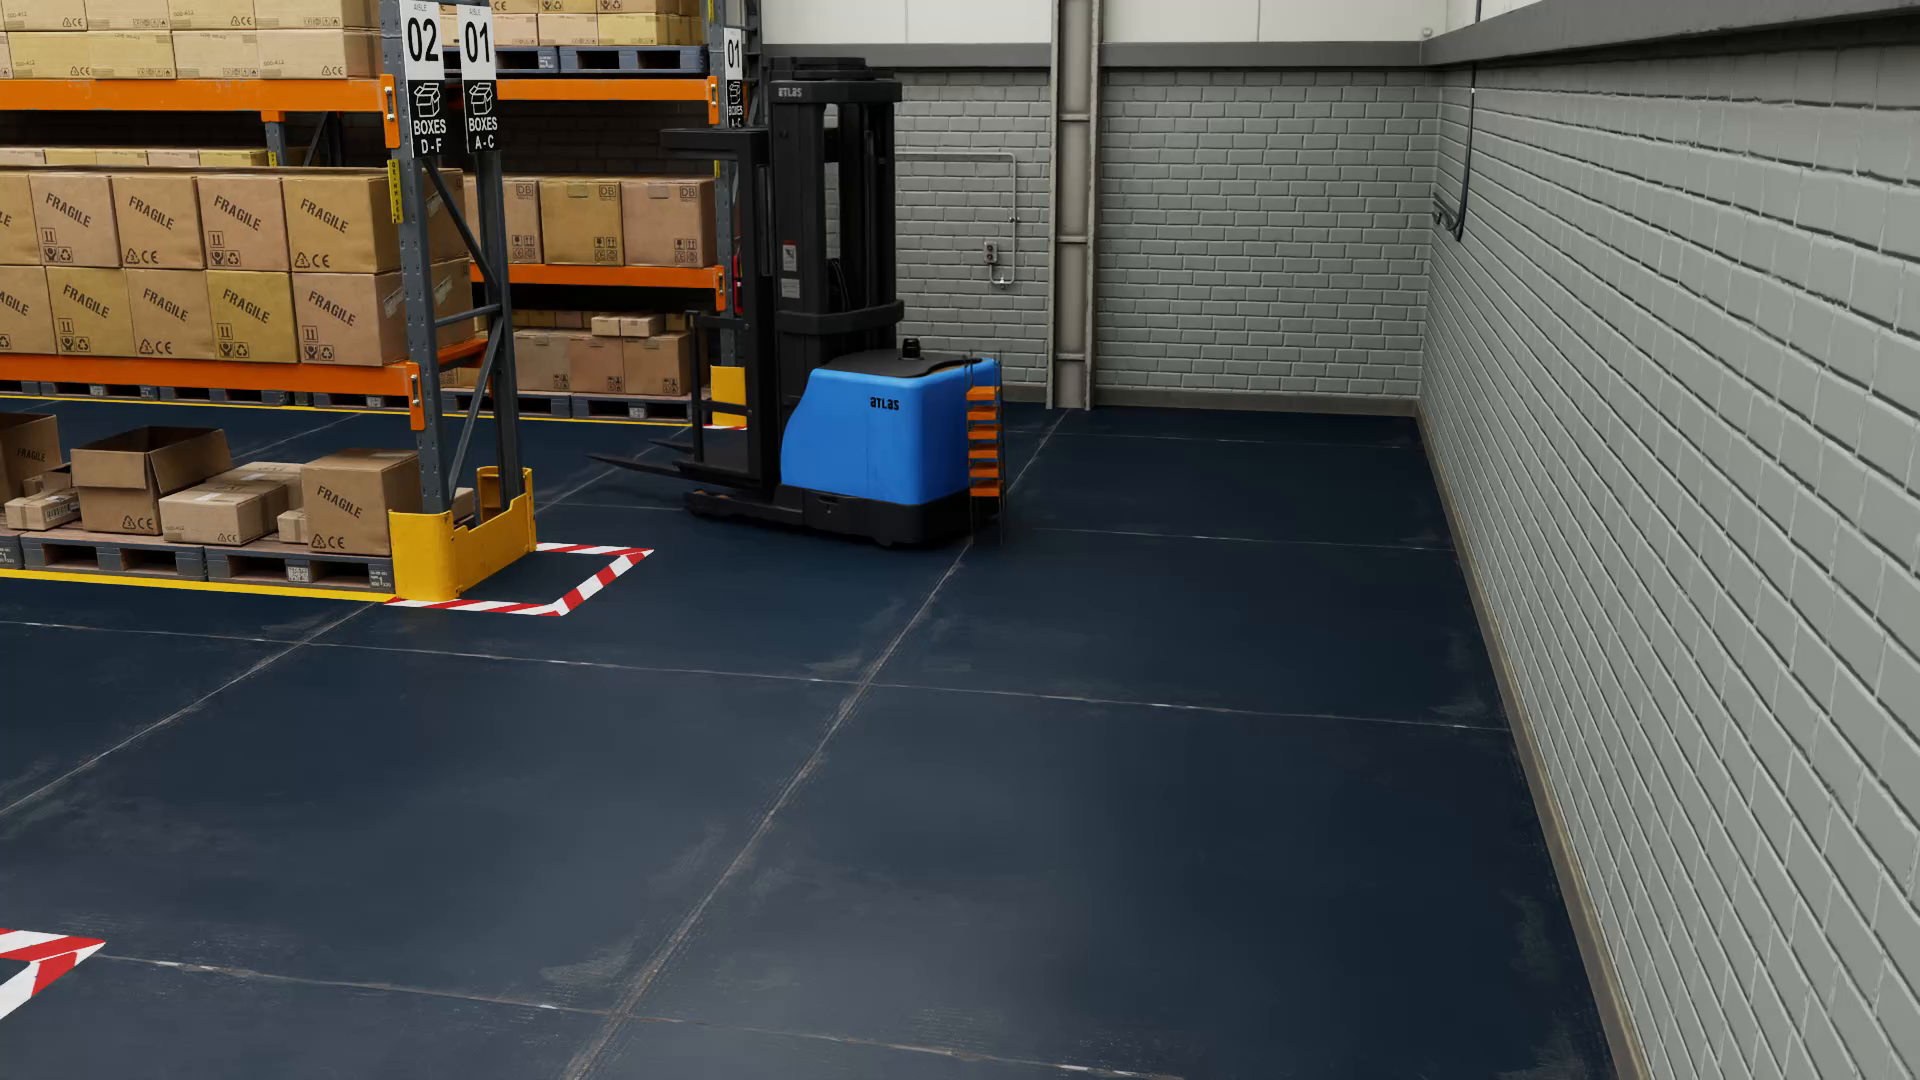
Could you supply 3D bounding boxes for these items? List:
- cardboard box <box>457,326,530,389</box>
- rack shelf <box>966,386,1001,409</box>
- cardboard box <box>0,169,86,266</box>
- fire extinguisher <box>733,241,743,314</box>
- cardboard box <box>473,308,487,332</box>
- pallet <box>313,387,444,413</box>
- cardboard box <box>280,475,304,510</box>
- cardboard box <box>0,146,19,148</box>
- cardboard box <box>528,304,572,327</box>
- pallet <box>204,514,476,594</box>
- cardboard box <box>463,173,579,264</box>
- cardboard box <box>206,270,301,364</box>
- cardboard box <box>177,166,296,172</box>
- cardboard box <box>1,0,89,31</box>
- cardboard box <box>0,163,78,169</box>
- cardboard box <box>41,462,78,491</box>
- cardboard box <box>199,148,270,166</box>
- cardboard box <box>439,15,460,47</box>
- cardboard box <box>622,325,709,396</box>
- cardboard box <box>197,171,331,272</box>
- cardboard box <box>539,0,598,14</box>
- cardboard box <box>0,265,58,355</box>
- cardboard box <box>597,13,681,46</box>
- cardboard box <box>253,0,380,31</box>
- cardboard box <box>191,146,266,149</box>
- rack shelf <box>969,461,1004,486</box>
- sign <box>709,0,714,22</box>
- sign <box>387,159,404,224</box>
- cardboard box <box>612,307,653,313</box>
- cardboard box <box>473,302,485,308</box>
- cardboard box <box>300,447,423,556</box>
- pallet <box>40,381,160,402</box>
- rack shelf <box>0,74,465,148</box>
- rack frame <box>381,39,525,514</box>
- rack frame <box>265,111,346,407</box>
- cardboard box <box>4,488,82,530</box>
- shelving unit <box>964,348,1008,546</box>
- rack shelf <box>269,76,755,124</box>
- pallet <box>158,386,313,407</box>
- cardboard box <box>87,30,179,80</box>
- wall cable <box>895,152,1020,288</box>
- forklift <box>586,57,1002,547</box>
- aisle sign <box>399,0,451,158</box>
[{"bbox_3d":[-4.048,-1.640,14.688,0.500,0.500,0.700,3,16,12],"label":"cardboard box"},{"bbox_3d":[0.149,-0.880,10.225,0.180,0.103,0.258,0,15,11],"label":"rack shelf"},{"bbox_3d":[-5.323,-1.844,9.471,0.500,0.500,0.500,3,16,9],"label":"cardboard box"},{"bbox_3d":[-1.779,-2.205,13.678,0.183,0.674,0.296,3,16,11],"label":"fire extinguisher"},{"bbox_3d":[-4.232,-1.914,14.464,0.250,0.149,0.380,3,16,9],"label":"cardboard box"},{"bbox_3d":[-5.025,-1.359,15.004,1.213,0.211,1.003,3,16,11],"label":"pallet"},{"bbox_3d":[-3.785,-0.272,10.181,0.500,0.250,0.500,3,16,11],"label":"cardboard box"},{"bbox_3d":[-8.754,-3.419,15.030,0.500,0.250,0.500,3,16,10],"label":"cardboard box"},{"bbox_3d":[-3.621,-1.985,14.721,0.250,0.149,0.380,3,16,12],"label":"cardboard box"},{"bbox_3d":[-3.674,0.043,9.943,1.213,0.211,1.003,3,16,11],"label":"pallet"},{"bbox_3d":[-3.797,-2.799,14.416,0.700,0.700,0.980,2,16,8],"label":"cardboard box"},{"bbox_3d":[-3.821,-1.283,9.316,0.500,0.500,0.500,3,16,12],"label":"cardboard box"},{"bbox_3d":[-4.204,-1.931,9.786,0.500,0.500,0.500,3,16,12],"label":"cardboard box"},{"bbox_3d":[-4.843,-2.909,9.100,0.500,0.250,0.500,3,16,11],"label":"cardboard box"},{"bbox_3d":[-5.688,-2.012,10.077,0.500,0.500,0.500,3,16,10],"label":"cardboard box"},{"bbox_3d":[-5.388,-0.388,10.487,0.500,0.311,0.500,3,16,11],"label":"cardboard box"},{"bbox_3d":[-6.263,-3.284,14.543,0.500,0.250,0.500,4,16,12],"label":"cardboard box"},{"bbox_3d":[-4.129,-4.226,13.817,0.500,0.250,0.500,3,16,10],"label":"cardboard box"},{"bbox_3d":[-2.541,-1.560,14.401,0.500,0.500,0.700,3,16,11],"label":"cardboard box"},{"bbox_3d":[-3.805,-1.764,9.179,0.500,0.500,0.500,4,16,13],"label":"cardboard box"},{"bbox_3d":[-3.095,-4.533,13.522,0.500,0.500,0.500,4,16,13],"label":"cardboard box"},{"bbox_3d":[-5.301,-1.364,9.610,0.500,0.500,0.500,3,16,11],"label":"cardboard box"},{"bbox_3d":[-2.605,-4.145,13.523,0.500,0.250,0.500,4,16,13],"label":"cardboard box"},{"bbox_3d":[-3.373,-2.830,8.815,0.500,0.250,0.500,3,16,11],"label":"cardboard box"},{"bbox_3d":[-6.667,-3.445,15.124,0.500,0.250,0.500,3,16,12],"label":"cardboard box"},{"bbox_3d":[0.170,-0.417,10.350,0.180,0.103,0.258,0,15,11],"label":"rack shelf"},{"bbox_3d":[-1.957,-4.244,13.065,0.005,0.325,0.100,3,16,11],"label":"sign"},{"bbox_3d":[-2.949,-1.821,8.687,0.005,0.325,0.100,3,16,11],"label":"sign"},{"bbox_3d":[-2.875,-1.945,14.575,0.250,0.149,0.380,3,16,11],"label":"cardboard box"},{"bbox_3d":[-4.370,-2.026,14.868,0.250,0.149,0.380,3,16,9],"label":"cardboard box"},{"bbox_3d":[-3.400,-0.227,9.551,0.500,0.500,0.500,3,16,11],"label":"cardboard box"},{"bbox_3d":[-7.725,-1.506,15.533,1.213,0.211,1.003,3,16,11],"label":"pallet"},{"bbox_3d":[-4.778,-2.460,9.484,4.000,0.370,1.077,3,16,11],"label":"rack shelf"},{"bbox_3d":[-2.818,-1.255,9.404,0.127,3.000,1.000,3,16,11],"label":"rack frame"},{"bbox_3d":[-5.755,-2.764,14.851,0.127,3.000,1.000,3,16,11],"label":"rack frame"},{"bbox_3d":[-5.520,-0.192,10.050,0.250,0.166,0.380,3,16,11],"label":"cardboard box"},{"bbox_3d":[0.163,-0.575,10.307,0.189,1.200,0.258,0,15,11],"label":"shelving unit"},{"bbox_3d":[-3.795,-3.756,14.163,4.000,0.370,1.077,3,16,11],"label":"rack shelf"},{"bbox_3d":[-6.526,-1.441,15.300,1.213,0.211,1.003,3,16,11],"label":"pallet"},{"bbox_3d":[-4.355,-2.639,9.063,0.500,0.250,0.500,3,16,11],"label":"cardboard box"},{"bbox_3d":[-0.392,-3.220,14.595,1.851,1.984,0.084,3,16,11],"label":"wall cable"},{"bbox_3d":[-1.230,-1.652,10.966,3.031,2.935,1.130,10,18,33],"label":"forklift"},{"bbox_3d":[-2.813,-2.424,8.755,0.004,0.787,0.394,3,16,11],"label":"aisle sign"}]
